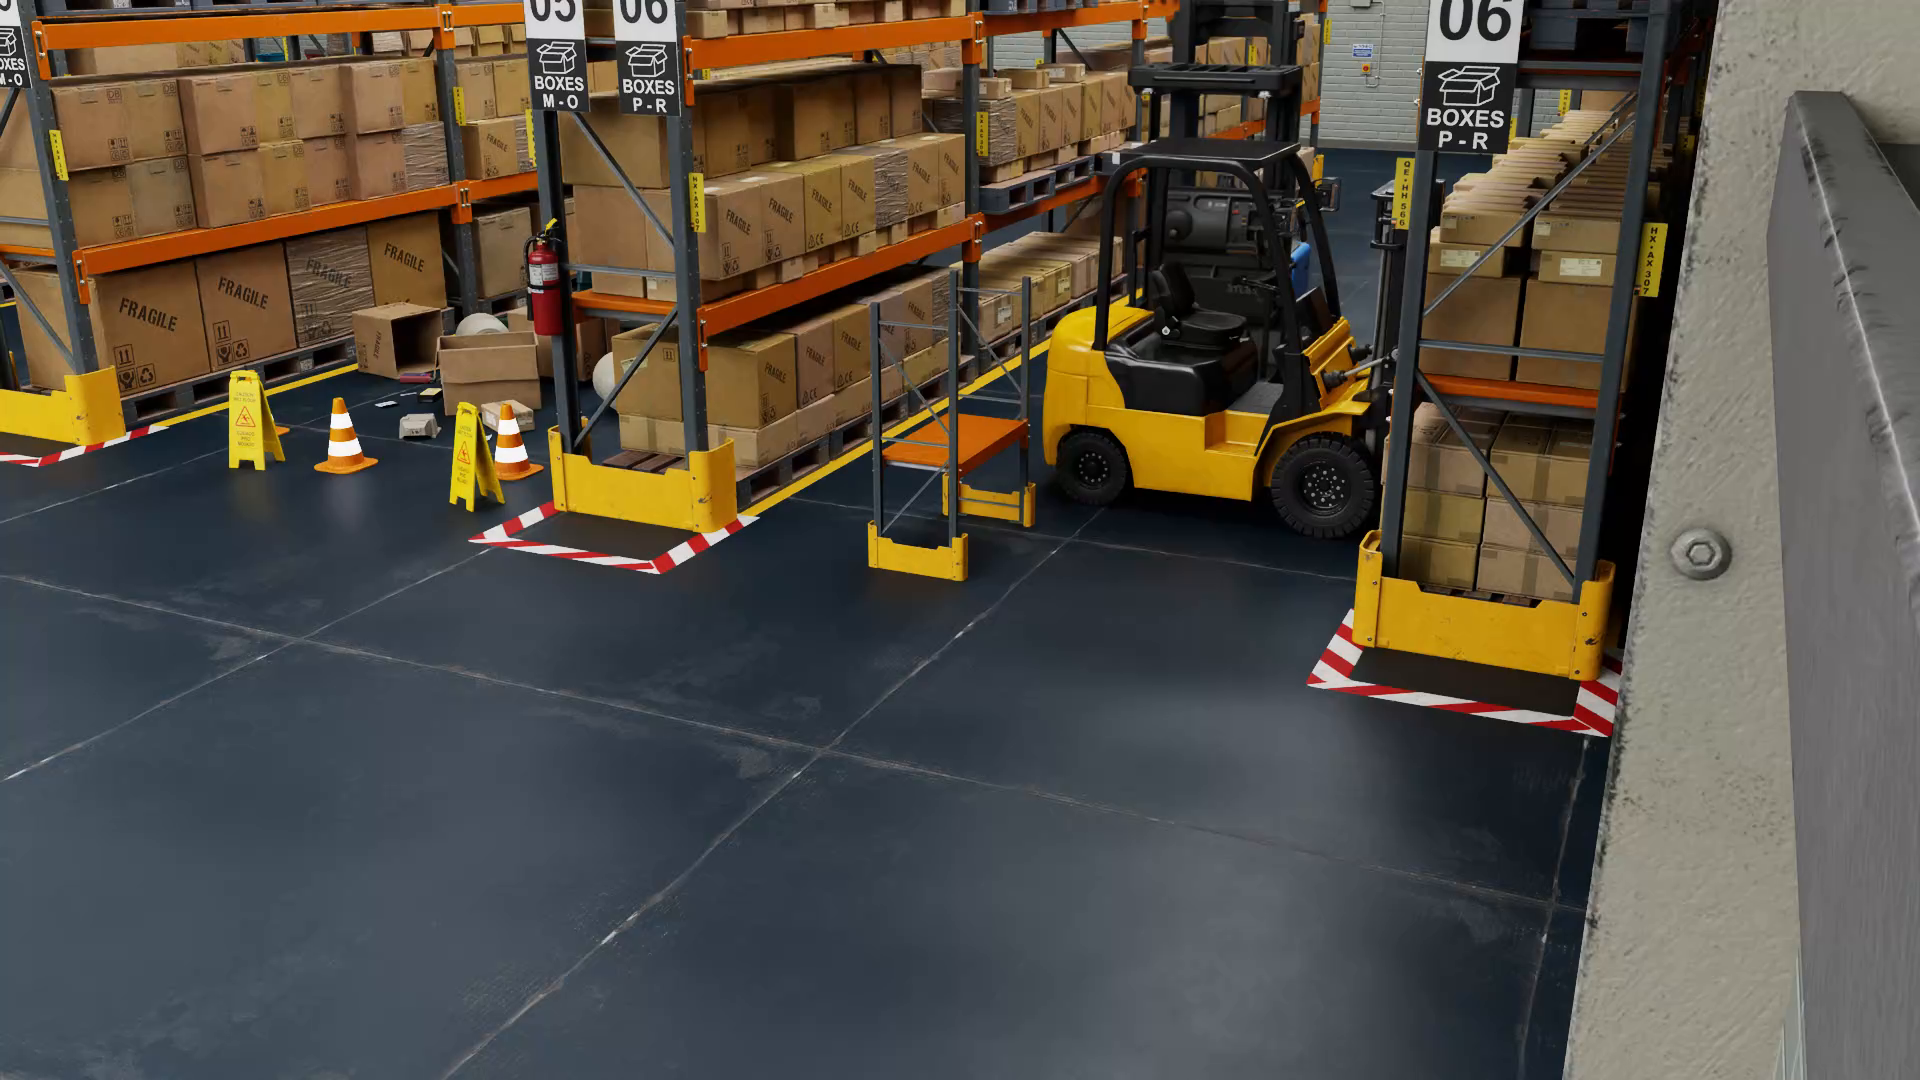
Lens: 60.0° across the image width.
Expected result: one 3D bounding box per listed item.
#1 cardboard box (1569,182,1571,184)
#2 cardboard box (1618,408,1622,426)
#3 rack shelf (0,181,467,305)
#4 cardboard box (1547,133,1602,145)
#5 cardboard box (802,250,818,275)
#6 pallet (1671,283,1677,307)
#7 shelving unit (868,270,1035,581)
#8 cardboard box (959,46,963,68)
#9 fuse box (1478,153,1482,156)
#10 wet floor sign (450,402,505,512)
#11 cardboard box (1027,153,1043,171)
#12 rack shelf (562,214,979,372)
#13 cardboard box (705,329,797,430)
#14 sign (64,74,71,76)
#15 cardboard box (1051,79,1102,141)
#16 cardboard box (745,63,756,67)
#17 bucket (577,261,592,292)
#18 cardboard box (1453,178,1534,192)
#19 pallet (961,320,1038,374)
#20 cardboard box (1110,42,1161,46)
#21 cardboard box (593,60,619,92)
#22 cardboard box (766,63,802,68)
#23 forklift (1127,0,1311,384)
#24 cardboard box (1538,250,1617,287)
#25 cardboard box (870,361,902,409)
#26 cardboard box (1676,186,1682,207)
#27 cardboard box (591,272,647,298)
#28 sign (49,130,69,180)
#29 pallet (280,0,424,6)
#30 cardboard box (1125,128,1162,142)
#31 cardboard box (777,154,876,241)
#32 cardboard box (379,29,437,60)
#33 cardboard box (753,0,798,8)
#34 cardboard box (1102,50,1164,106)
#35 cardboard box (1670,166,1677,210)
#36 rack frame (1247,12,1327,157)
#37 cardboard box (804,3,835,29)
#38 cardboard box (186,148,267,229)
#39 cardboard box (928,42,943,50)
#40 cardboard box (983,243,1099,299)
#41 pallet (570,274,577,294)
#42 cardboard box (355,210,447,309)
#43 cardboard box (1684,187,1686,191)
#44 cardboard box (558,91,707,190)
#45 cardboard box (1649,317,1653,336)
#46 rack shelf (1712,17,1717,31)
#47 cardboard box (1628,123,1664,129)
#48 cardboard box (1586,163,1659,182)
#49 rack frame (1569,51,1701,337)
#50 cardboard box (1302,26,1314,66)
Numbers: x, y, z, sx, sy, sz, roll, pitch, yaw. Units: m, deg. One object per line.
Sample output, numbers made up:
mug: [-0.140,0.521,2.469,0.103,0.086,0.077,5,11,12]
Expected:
cardboard box: [3.642,-2.227,10.438,0.380,0.149,0.250,9,21,23]
cardboard box: [3.562,-0.831,9.613,0.500,0.250,0.500,8,21,22]
rack shelf: [-5.708,-2.477,13.330,1.077,0.370,4.000,9,21,23]
cardboard box: [4.632,-2.981,12.557,0.380,0.149,0.250,9,21,23]
cardboard box: [-1.147,-1.817,10.776,0.380,0.149,0.250,9,22,24]
pallet: [6.678,-2.602,16.771,1.003,0.211,1.213,9,21,23]
shelving unit: [-0.031,-0.683,9.452,0.587,1.500,1.083,9,21,23]
cardboard box: [-0.140,-6.953,24.251,0.500,0.500,0.500,8,21,22]
fuse box: [8.727,-7.234,27.556,0.539,1.711,0.414,9,21,23]
wet floor sign: [-3.023,-0.535,10.311,0.267,0.644,0.232,18,26,41]
cardboard box: [0.483,-3.229,14.120,0.380,0.149,0.250,9,21,24]
rack shelf: [-1.150,-1.828,11.507,1.077,0.370,4.000,9,21,23]
cardboard box: [-1.377,-1.028,10.539,0.500,0.500,0.500,8,21,21]
sign: [-8.874,-4.474,16.581,0.100,0.325,0.005,9,21,23]
cardboard box: [0.967,-3.896,15.026,0.500,0.500,0.500,7,21,19]
cardboard box: [-2.722,-5.780,20.404,0.380,0.149,0.250,9,22,25]
bucket: [-2.841,-2.243,14.216,0.726,0.611,0.620,18,16,41]
cardboard box: [2.845,-1.831,8.881,0.380,0.149,0.250,9,22,24]
pallet: [-0.014,-1.703,14.243,1.003,0.211,1.213,9,21,23]
cardboard box: [1.906,-5.176,18.206,0.500,0.500,0.500,8,21,22]
cardboard box: [-3.858,-4.720,16.923,0.700,0.500,0.500,8,21,22]
cardboard box: [-2.133,-5.685,20.137,0.380,0.149,0.250,8,21,20]
forklift: [1.813,-2.348,11.997,1.130,2.935,3.031,7,21,19]
cardboard box: [2.936,-1.297,7.821,0.380,0.149,0.250,8,21,21]
cardboard box: [-0.750,-1.145,11.987,0.500,0.250,0.500,9,21,24]
cardboard box: [5.684,-2.922,13.731,0.500,0.250,0.500,8,21,22]
cardboard box: [-2.011,-1.581,10.113,0.380,0.149,0.250,9,22,25]
sign: [-6.023,-2.572,11.113,0.100,0.325,0.005,9,21,23]
pallet: [-5.233,-4.550,13.742,1.003,0.211,1.213,9,21,23]
cardboard box: [1.737,-4.046,16.893,0.500,0.250,0.500,8,21,22]
cardboard box: [-0.905,-2.321,11.226,0.500,0.500,0.500,8,21,22]
cardboard box: [-7.151,-6.301,21.364,0.797,0.503,0.637,9,22,24]
cardboard box: [-1.305,-3.309,9.899,0.500,0.250,0.500,8,21,22]
cardboard box: [1.732,-4.637,16.689,0.500,0.500,0.500,8,21,21]
cardboard box: [4.855,-2.536,11.900,0.500,0.250,0.500,8,21,22]
rack frame: [4.583,-6.447,23.420,1.000,3.000,0.127,9,21,23]
cardboard box: [-1.012,-3.303,10.479,0.380,0.149,0.250,9,21,23]
cardboard box: [-5.867,-2.720,12.716,0.875,0.550,0.550,9,21,23]
cardboard box: [-0.561,-7.103,23.178,0.500,0.500,0.500,8,21,21]
cardboard box: [0.771,-2.563,15.795,0.950,0.372,0.625,8,21,22]
pallet: [-4.143,-2.734,17.141,1.003,0.211,1.213,9,21,23]
cardboard box: [-5.210,-2.441,14.701,0.875,0.875,0.875,9,21,24]
cardboard box: [7.587,-3.718,17.882,0.380,0.149,0.250,8,21,21]
cardboard box: [-1.959,-2.400,9.956,0.700,0.500,0.500,8,21,21]
cardboard box: [5.308,-2.011,13.864,0.875,0.625,0.625,9,22,24]
rack shelf: [8.294,-6.230,19.407,1.077,0.370,4.000,9,21,23]
cardboard box: [5.506,-3.227,13.249,0.380,0.149,0.250,8,21,22]
cardboard box: [3.790,-2.066,9.539,0.380,0.149,0.250,8,21,22]
rack frame: [5.837,-3.322,14.632,1.000,3.000,0.127,9,21,23]
cardboard box: [4.415,-6.621,22.269,0.500,0.500,0.500,9,21,23]
